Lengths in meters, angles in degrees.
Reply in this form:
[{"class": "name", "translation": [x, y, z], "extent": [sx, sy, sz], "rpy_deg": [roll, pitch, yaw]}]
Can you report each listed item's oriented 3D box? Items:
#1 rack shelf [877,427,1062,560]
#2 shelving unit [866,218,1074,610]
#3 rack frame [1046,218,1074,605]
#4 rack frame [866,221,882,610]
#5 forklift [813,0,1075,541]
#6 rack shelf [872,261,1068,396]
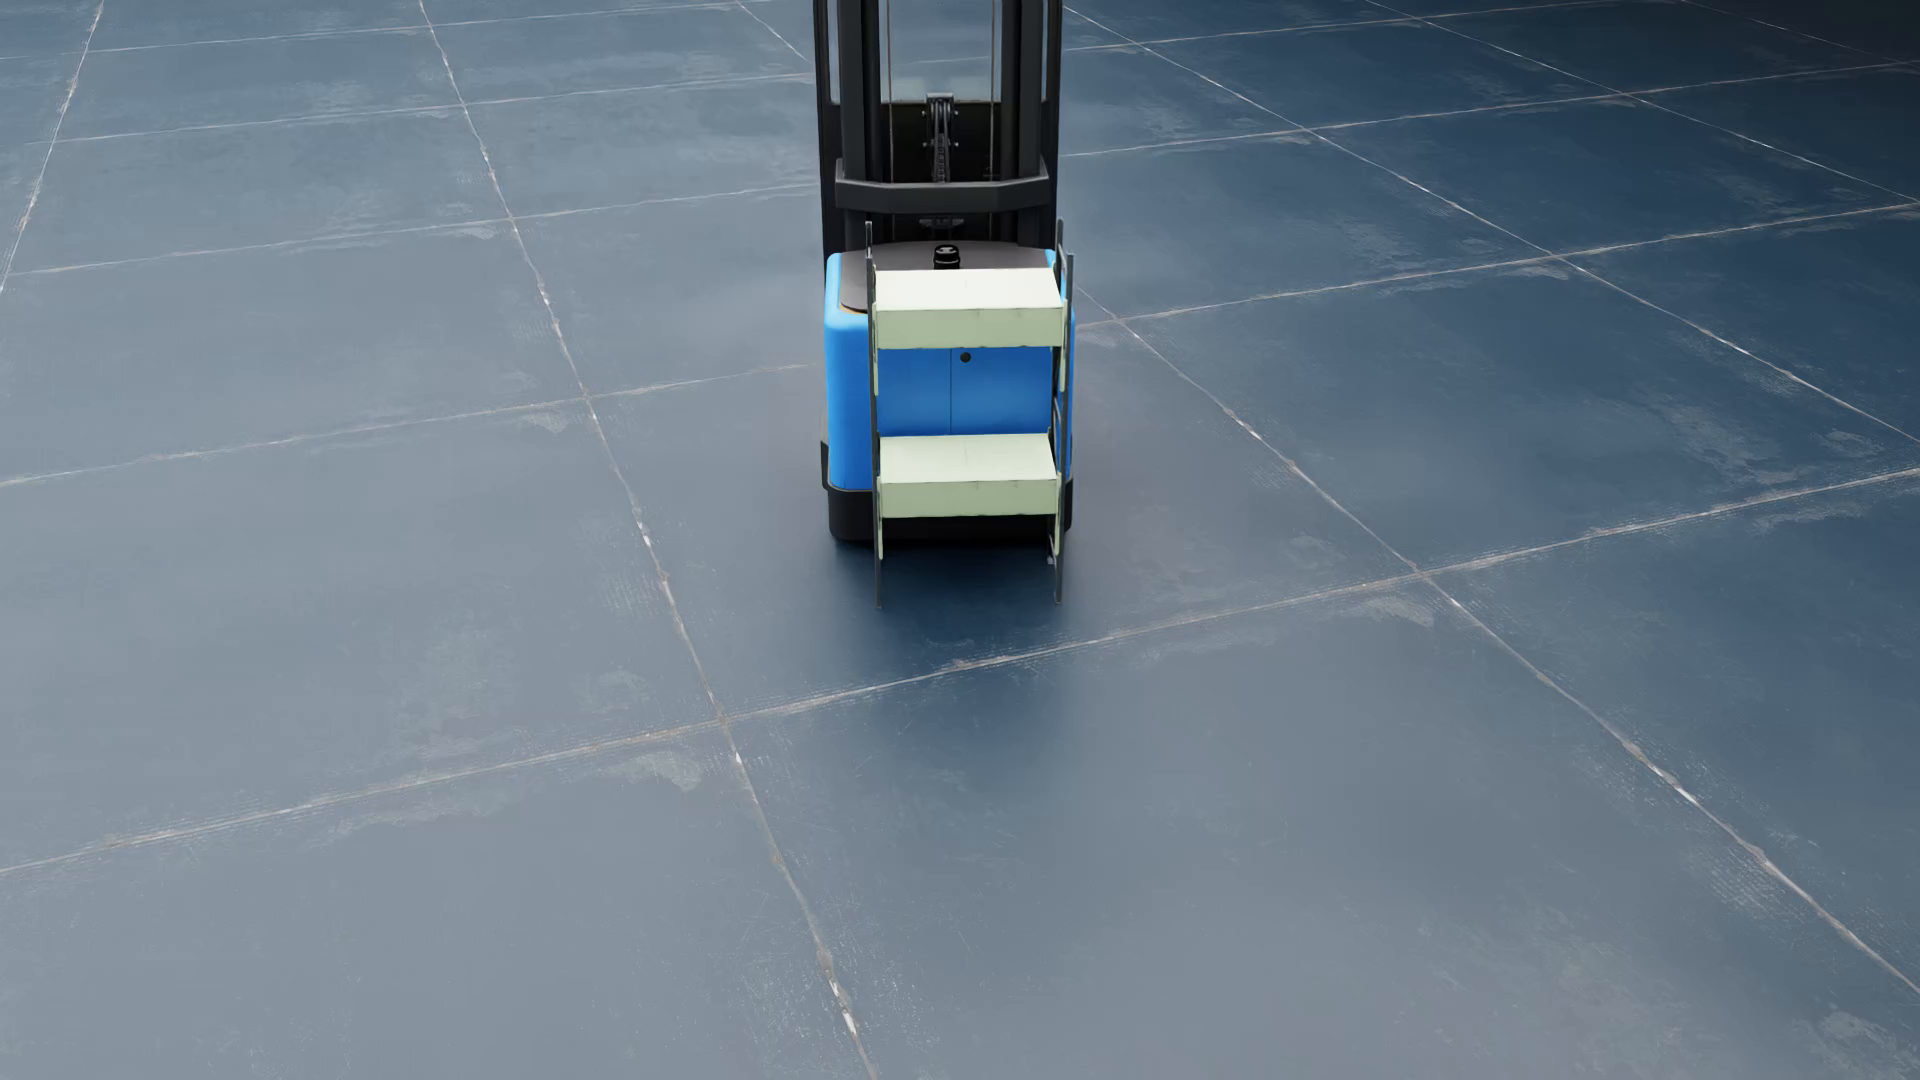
[{"class": "rack shelf", "translation": [0.027, -0.193, 6.732], "extent": [0.720, 0.370, 0.431], "rpy_deg": [-1, 30, -2]}, {"class": "shelving unit", "translation": [0.027, -0.476, 6.570], "extent": [0.755, 1.500, 0.431], "rpy_deg": [-1, 30, -2]}, {"class": "rack frame", "translation": [0.392, -0.485, 6.586], "extent": [0.023, 1.500, 0.400], "rpy_deg": [-1, 30, -2]}, {"class": "rack frame", "translation": [-0.339, -0.467, 6.554], "extent": [0.023, 1.500, 0.400], "rpy_deg": [-1, 30, -2]}, {"class": "forklift", "translation": [-0.110, -1.967, 7.742], "extent": [1.130, 2.935, 3.031], "rpy_deg": [-1, 30, -2]}, {"class": "rack shelf", "translation": [0.027, -0.815, 6.377], "extent": [0.720, 0.370, 0.431], "rpy_deg": [-1, 30, -2]}]
